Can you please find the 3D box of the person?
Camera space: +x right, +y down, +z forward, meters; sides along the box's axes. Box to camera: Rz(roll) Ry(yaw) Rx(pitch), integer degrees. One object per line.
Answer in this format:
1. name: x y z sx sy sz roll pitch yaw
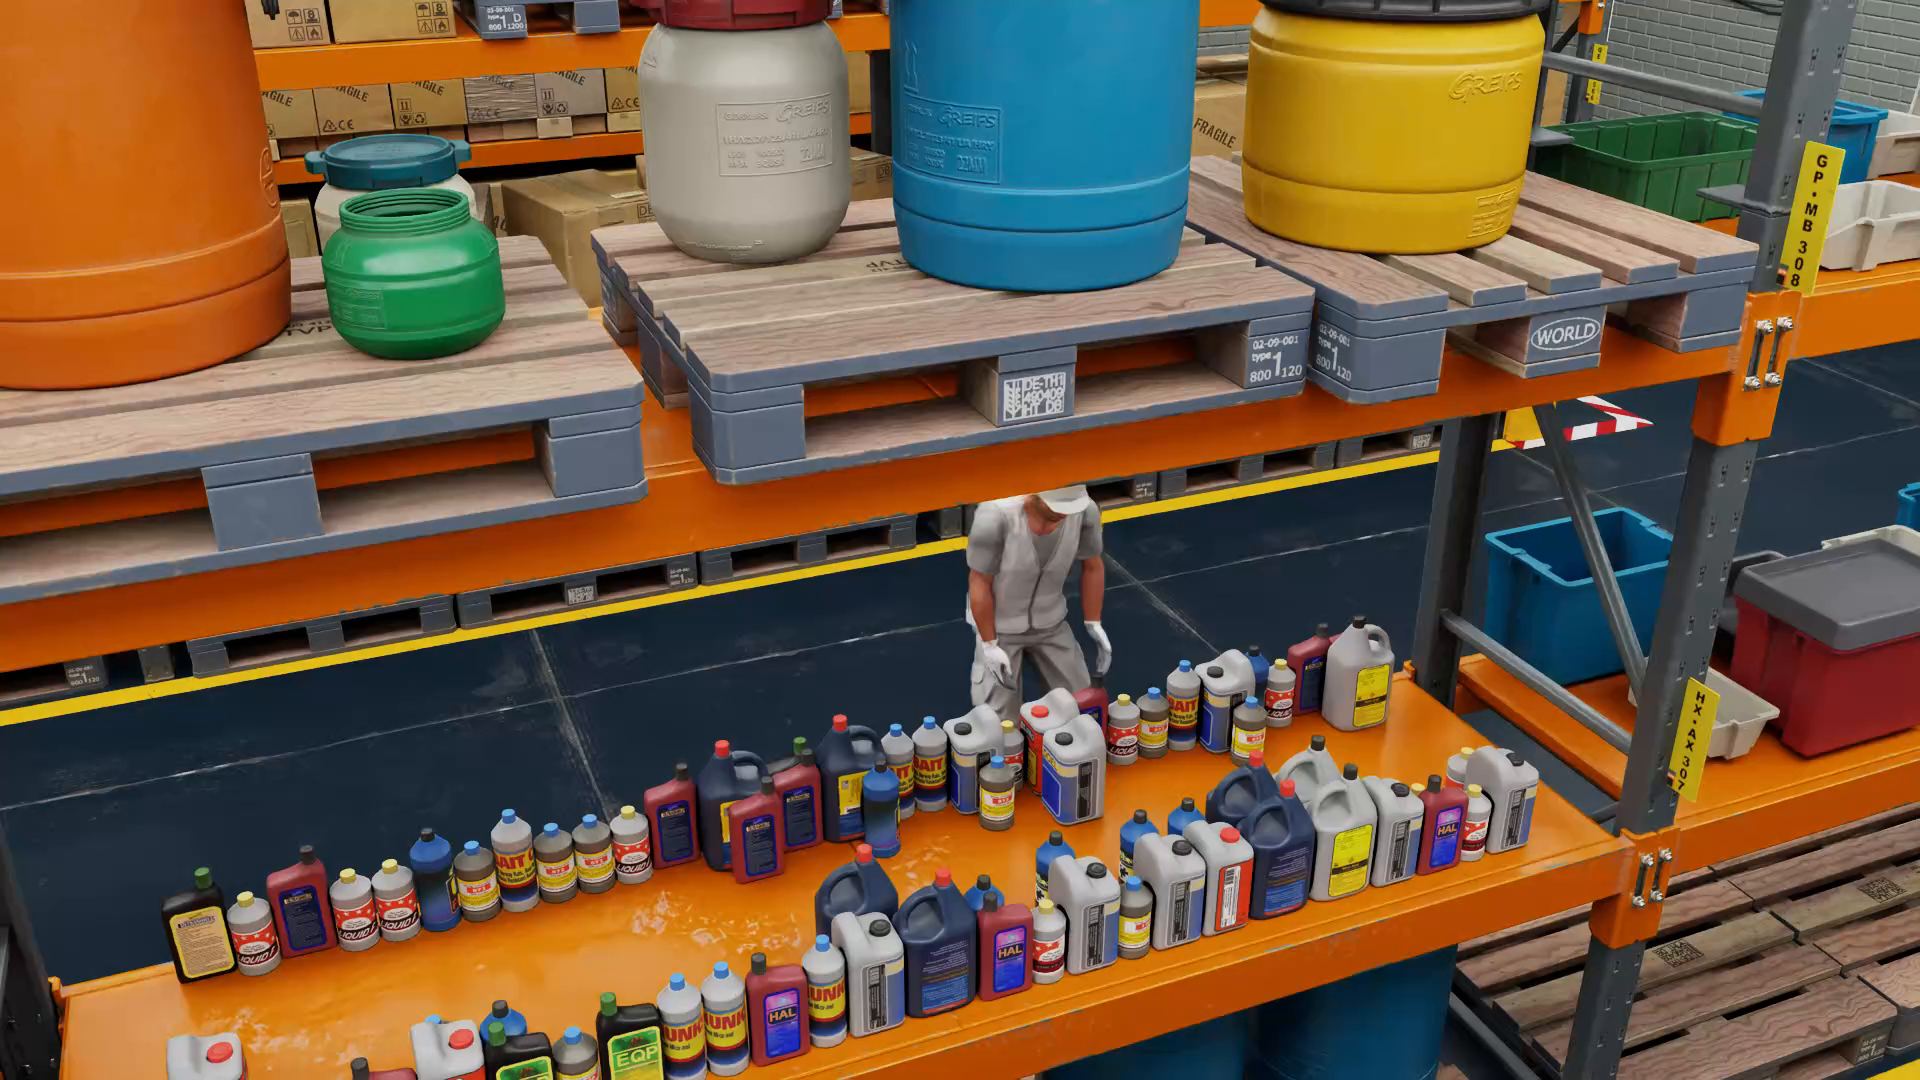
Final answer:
1. person: 0.297 0.367 6.466 0.560 1.666 0.558 -10 27 -19
